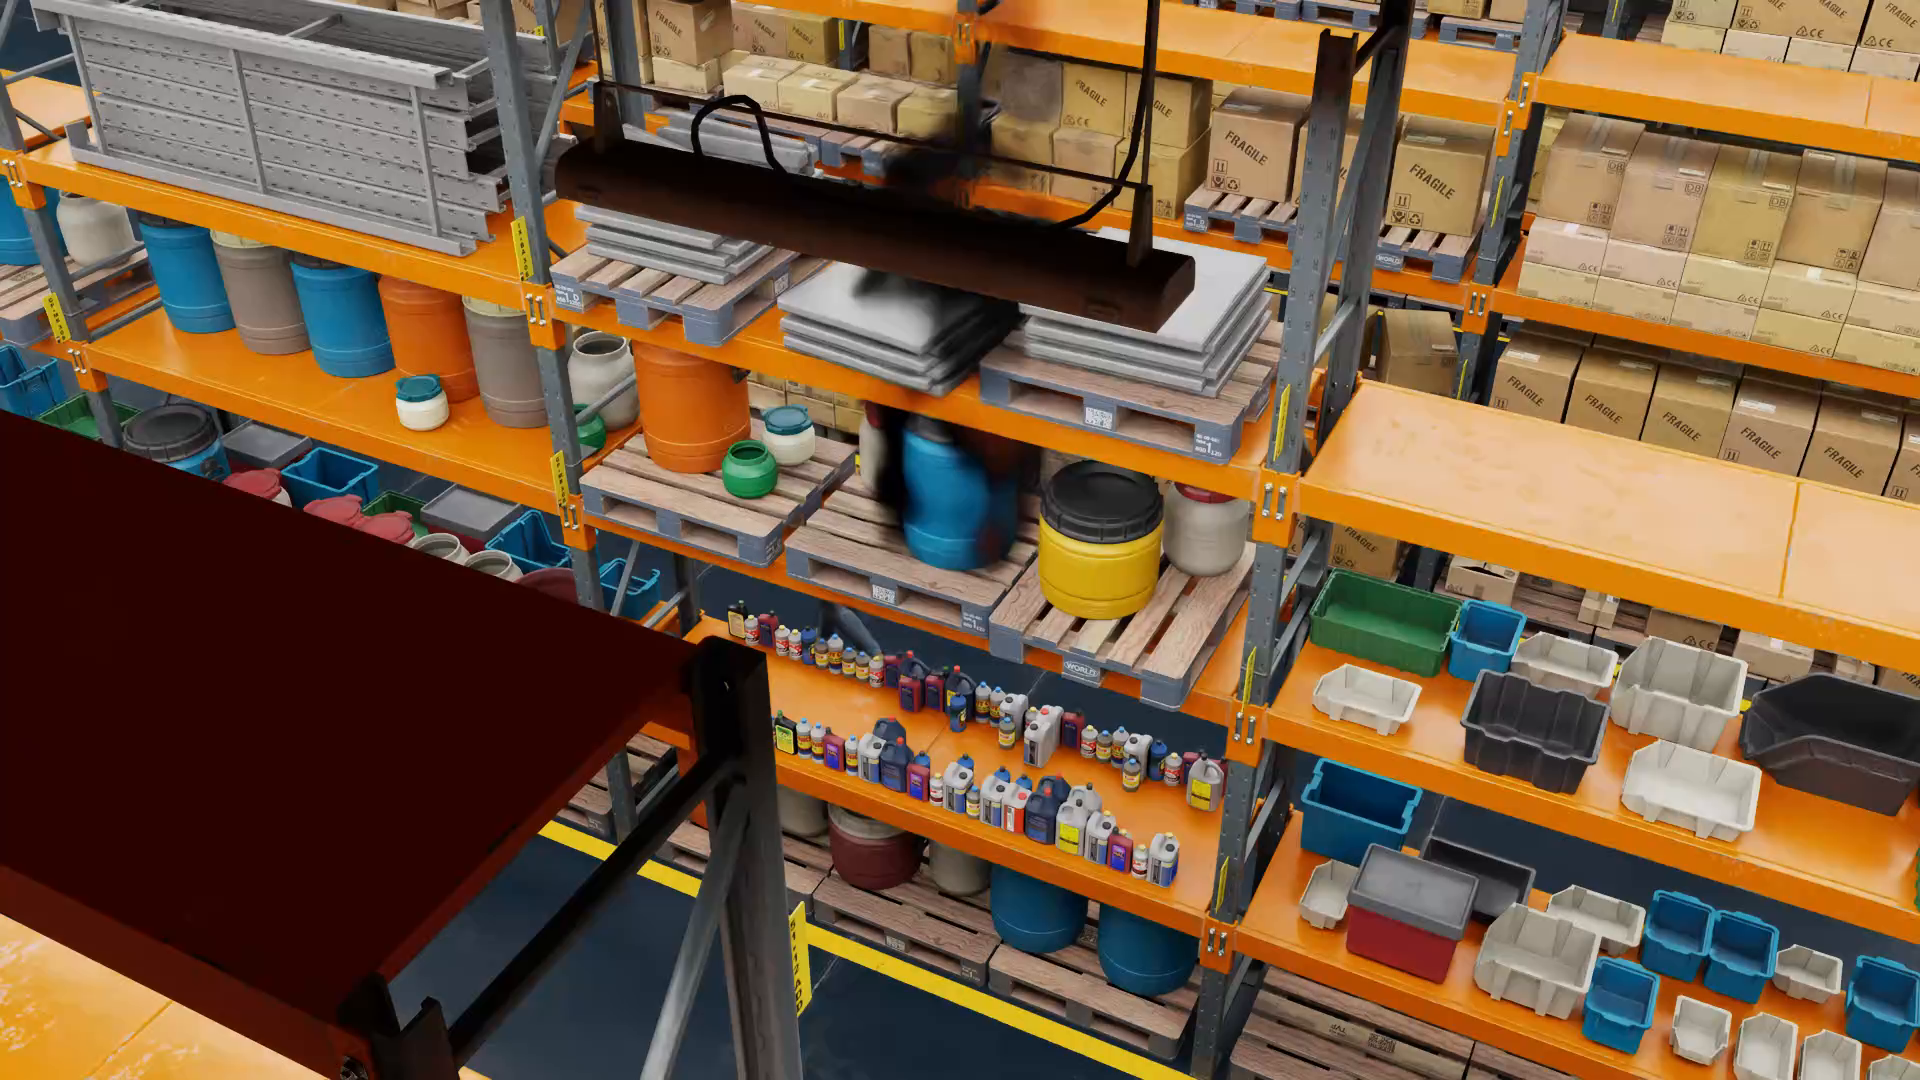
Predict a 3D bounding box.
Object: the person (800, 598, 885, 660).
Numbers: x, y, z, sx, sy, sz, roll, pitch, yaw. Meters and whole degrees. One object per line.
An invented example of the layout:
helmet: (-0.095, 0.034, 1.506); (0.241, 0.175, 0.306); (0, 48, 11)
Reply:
person: (-0.873, 0.140, 11.655); (0.825, 1.784, 0.711); (18, 39, 24)
